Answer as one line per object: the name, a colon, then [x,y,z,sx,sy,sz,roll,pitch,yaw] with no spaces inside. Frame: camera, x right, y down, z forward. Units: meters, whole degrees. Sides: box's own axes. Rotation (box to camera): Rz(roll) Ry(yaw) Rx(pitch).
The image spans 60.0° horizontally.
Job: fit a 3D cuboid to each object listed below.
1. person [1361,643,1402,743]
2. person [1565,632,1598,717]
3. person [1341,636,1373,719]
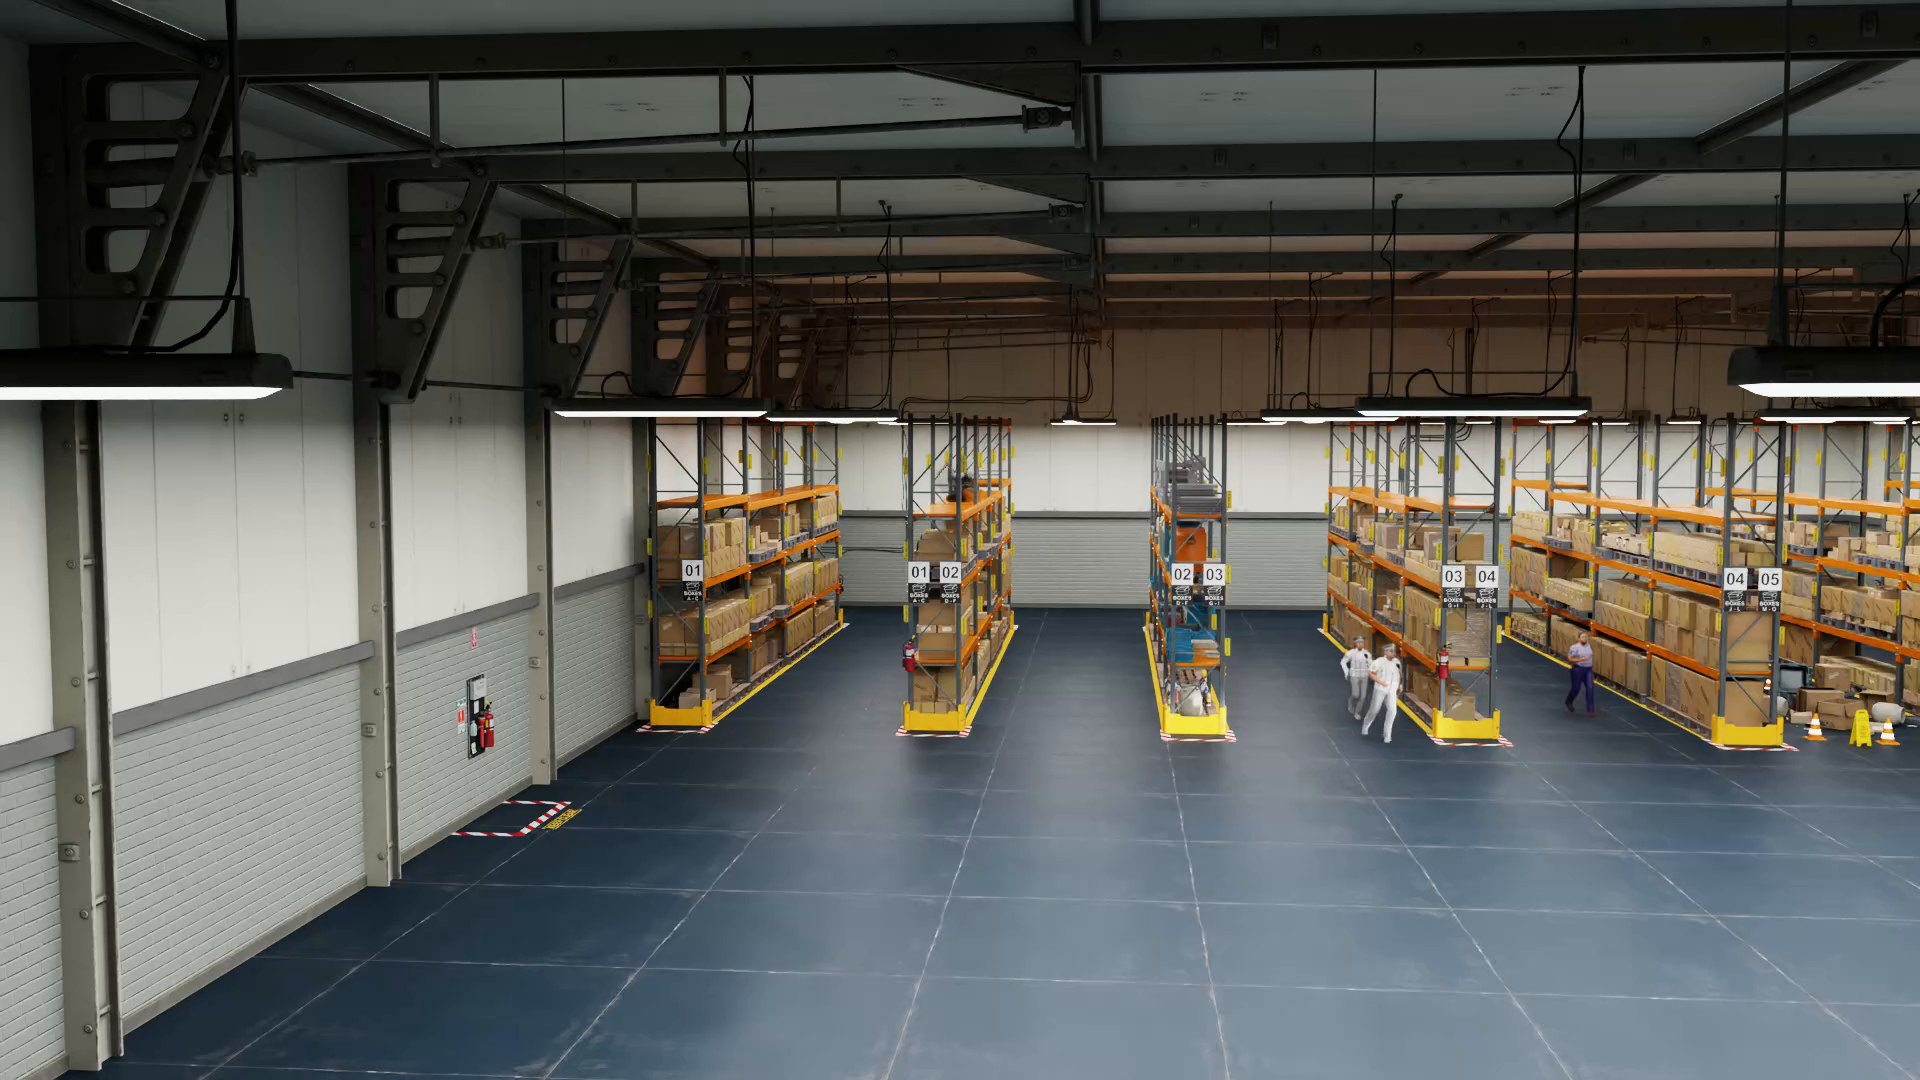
person: [7.839,2.797,30.606,0.739,1.808,0.851,-1,4,-8]
person: [12.368,2.643,33.068,0.602,1.645,0.913,-1,4,-9]
person: [7.834,2.700,32.650,0.615,1.658,0.541,0,4,-1]
